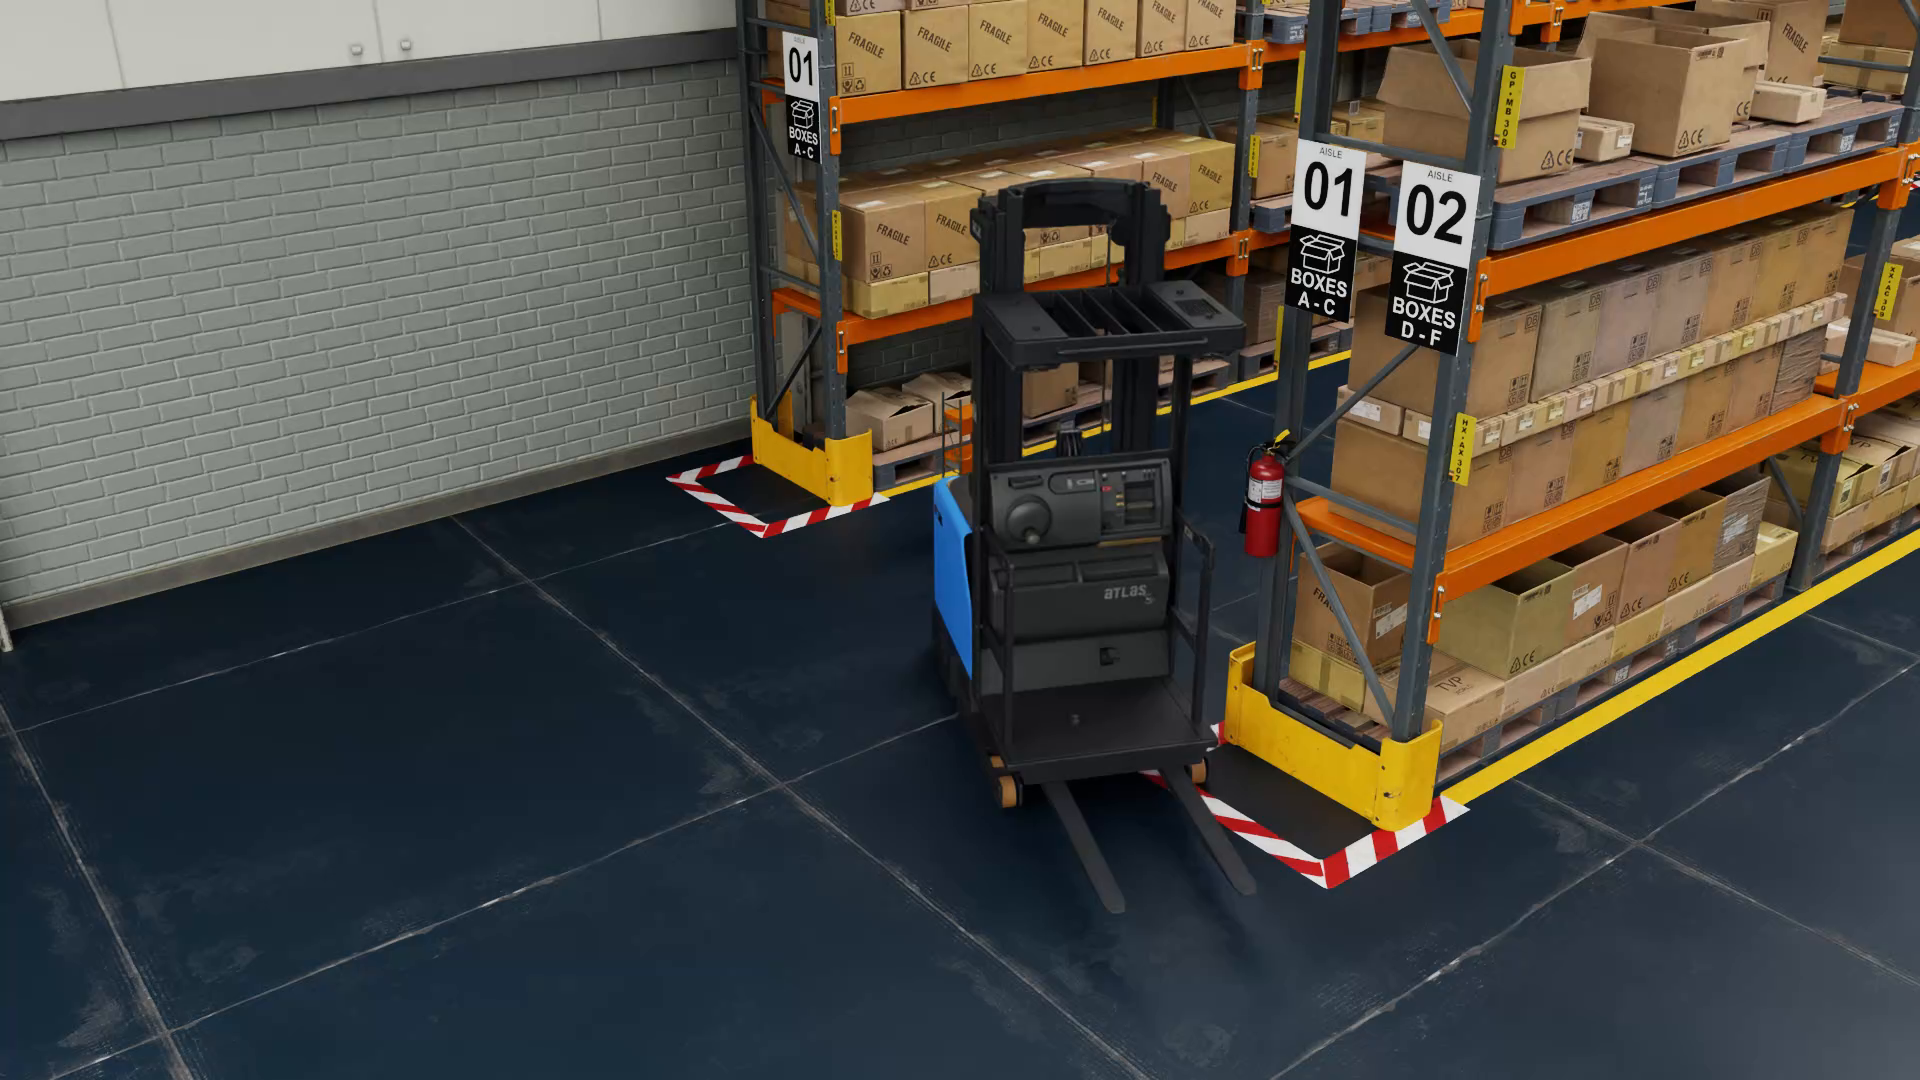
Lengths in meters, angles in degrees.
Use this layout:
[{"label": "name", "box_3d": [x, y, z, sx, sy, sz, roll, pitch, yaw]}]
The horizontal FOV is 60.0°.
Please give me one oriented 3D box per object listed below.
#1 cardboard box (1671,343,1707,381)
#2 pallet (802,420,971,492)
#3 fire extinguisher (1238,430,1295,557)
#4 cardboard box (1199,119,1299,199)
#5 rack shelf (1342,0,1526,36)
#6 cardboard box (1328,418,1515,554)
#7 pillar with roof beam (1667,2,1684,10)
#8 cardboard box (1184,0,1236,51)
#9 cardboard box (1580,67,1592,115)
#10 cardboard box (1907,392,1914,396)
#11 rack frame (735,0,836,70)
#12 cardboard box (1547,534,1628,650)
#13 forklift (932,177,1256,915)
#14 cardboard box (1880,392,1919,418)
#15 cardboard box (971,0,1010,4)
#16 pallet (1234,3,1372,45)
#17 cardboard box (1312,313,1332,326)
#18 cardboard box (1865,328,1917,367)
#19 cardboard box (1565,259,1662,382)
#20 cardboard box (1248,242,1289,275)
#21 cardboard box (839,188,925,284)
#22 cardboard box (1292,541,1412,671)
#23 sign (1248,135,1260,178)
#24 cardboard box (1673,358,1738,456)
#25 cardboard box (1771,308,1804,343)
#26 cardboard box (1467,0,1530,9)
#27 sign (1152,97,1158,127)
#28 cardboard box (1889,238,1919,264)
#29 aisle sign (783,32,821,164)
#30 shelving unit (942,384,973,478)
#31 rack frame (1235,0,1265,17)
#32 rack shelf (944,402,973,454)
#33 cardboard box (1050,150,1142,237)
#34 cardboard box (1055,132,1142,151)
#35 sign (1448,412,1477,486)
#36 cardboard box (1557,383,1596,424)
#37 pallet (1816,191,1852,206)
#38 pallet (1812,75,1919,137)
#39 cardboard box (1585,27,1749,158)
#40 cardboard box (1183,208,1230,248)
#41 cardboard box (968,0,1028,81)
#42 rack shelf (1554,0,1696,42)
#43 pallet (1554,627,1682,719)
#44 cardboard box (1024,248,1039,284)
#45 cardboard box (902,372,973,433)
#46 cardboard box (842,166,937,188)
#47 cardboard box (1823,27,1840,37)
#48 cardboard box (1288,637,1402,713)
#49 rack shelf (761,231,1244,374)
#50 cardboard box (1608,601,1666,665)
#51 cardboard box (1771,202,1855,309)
[{"label": "cardboard box", "box_3d": [3.767, -1.000, 8.951, 0.250, 0.149, 0.380, -17, 30, -32]}, {"label": "pallet", "box_3d": [-0.430, -0.756, 12.628, 1.213, 0.211, 1.003, -18, 31, -34]}, {"label": "fire extinguisher", "box_3d": [1.529, -0.250, 8.317, 0.183, 0.674, 0.296, -18, 31, -34]}, {"label": "cardboard box", "box_3d": [2.418, -3.207, 13.955, 0.500, 0.500, 0.700, -18, 30, -34]}, {"label": "rack shelf", "box_3d": [3.482, -2.895, 8.128, 4.000, 0.370, 1.077, -18, 31, -34]}, {"label": "cardboard box", "box_3d": [2.284, -0.324, 8.267, 0.500, 0.500, 0.700, -18, 31, -34]}, {"label": "pillar with roof beam", "box_3d": [10.965, -6.683, 14.959, 0.400, 9.000, 9.100, -18, 31, -34]}, {"label": "cardboard box", "box_3d": [1.750, -4.042, 12.691, 0.500, 0.500, 0.500, -17, 30, -33]}, {"label": "cardboard box", "box_3d": [3.090, -2.267, 8.449, 0.500, 0.311, 0.500, -14, 28, -28]}, {"label": "cardboard box", "box_3d": [6.800, -1.128, 12.218, 0.500, 0.311, 0.500, -19, 31, -35]}, {"label": "rack frame", "box_3d": [-1.151, -4.523, 10.306, 0.127, 3.000, 1.000, -18, 31, -34]}, {"label": "cardboard box", "box_3d": [3.246, 0.225, 9.080, 0.500, 0.500, 0.500, -18, 31, -34]}, {"label": "forklift", "box_3d": [0.656, -0.156, 8.105, 1.130, 2.935, 3.031, -5, 25, -11]}, {"label": "cardboard box", "box_3d": [6.744, -0.823, 11.562, 0.500, 0.311, 0.500, -17, 30, -33]}, {"label": "cardboard box", "box_3d": [0.124, -3.940, 11.284, 0.500, 0.500, 0.500, -17, 30, -33]}, {"label": "pallet", "box_3d": [2.548, -4.241, 13.486, 1.003, 0.211, 1.213, -18, 31, -34]}, {"label": "cardboard box", "box_3d": [2.941, -2.254, 14.991, 0.500, 0.500, 0.700, -19, 31, -35]}, {"label": "cardboard box", "box_3d": [5.880, -1.249, 10.677, 0.250, 0.149, 0.380, -18, 31, -34]}, {"label": "cardboard box", "box_3d": [3.132, -1.196, 8.604, 0.500, 0.500, 0.700, -18, 30, -34]}, {"label": "cardboard box", "box_3d": [2.910, -2.559, 14.757, 0.500, 0.250, 0.500, -19, 31, -35]}, {"label": "cardboard box", "box_3d": [-0.590, -2.107, 11.491, 0.500, 0.500, 0.500, -18, 31, -34]}, {"label": "cardboard box", "box_3d": [2.147, 0.317, 8.881, 0.500, 0.500, 0.500, -18, 31, -34]}, {"label": "sign", "box_3d": [2.337, -3.056, 13.243, 0.005, 0.325, 0.100, -18, 31, -34]}, {"label": "cardboard box", "box_3d": [3.903, -0.861, 9.423, 0.500, 0.500, 0.700, -18, 30, -33]}, {"label": "cardboard box", "box_3d": [4.574, -1.266, 9.526, 0.250, 0.149, 0.380, -19, 31, -35]}, {"label": "cardboard box", "box_3d": [4.744, -4.933, 14.834, 0.500, 0.311, 0.500, -18, 31, -34]}, {"label": "sign", "box_3d": [1.651, -3.549, 13.959, 0.005, 0.325, 0.100, -18, 31, -34]}, {"label": "cardboard box", "box_3d": [6.479, -1.707, 11.247, 0.500, 0.500, 0.500, -18, 30, -34]}, {"label": "aisle sign", "box_3d": [-1.023, -2.863, 10.768, 0.004, 0.787, 0.394, -18, 31, -34]}, {"label": "shelving unit", "box_3d": [0.042, -0.490, 11.059, 0.252, 1.050, 0.215, -18, 31, -34]}, {"label": "rack frame", "box_3d": [1.997, -5.562, 12.545, 0.127, 3.000, 1.000, -18, 31, -34]}, {"label": "rack shelf", "box_3d": [0.042, -0.738, 10.944, 0.240, 0.259, 0.215, -18, 31, -34]}, {"label": "cardboard box", "box_3d": [1.023, -2.638, 12.635, 0.500, 0.500, 0.500, -19, 31, -35]}, {"label": "cardboard box", "box_3d": [1.089, -2.936, 13.277, 0.500, 0.500, 0.500, -18, 31, -34]}, {"label": "sign", "box_3d": [2.246, -0.405, 7.437, 0.005, 0.325, 0.100, -18, 31, -34]}, {"label": "cardboard box", "box_3d": [2.953, -0.731, 8.372, 0.250, 0.149, 0.380, -19, 31, -35]}, {"label": "pallet", "box_3d": [9.899, -4.144, 19.929, 1.213, 0.211, 1.003, -18, 31, -34]}, {"label": "pallet", "box_3d": [5.742, -2.708, 10.186, 1.217, 0.209, 0.805, -20, 31, -36]}, {"label": "cardboard box", "box_3d": [3.384, -2.163, 8.000, 0.500, 0.500, 0.500, -18, 31, -34]}, {"label": "cardboard box", "box_3d": [1.811, -2.559, 13.354, 0.500, 0.250, 0.500, -18, 30, -34]}, {"label": "cardboard box", "box_3d": [0.117, -3.485, 11.490, 0.500, 0.500, 0.500, -17, 30, -32]}, {"label": "rack shelf", "box_3d": [6.718, -5.434, 16.686, 4.000, 0.370, 1.077, -18, 31, -34]}, {"label": "pallet", "box_3d": [3.444, 0.575, 9.759, 1.213, 0.211, 1.003, -18, 31, -34]}, {"label": "cardboard box", "box_3d": [0.233, -2.034, 12.225, 0.500, 0.250, 0.500, -19, 31, -35]}, {"label": "cardboard box", "box_3d": [-0.102, -1.080, 12.685, 0.500, 0.311, 0.500, -15, 29, -30]}, {"label": "cardboard box", "box_3d": [-0.509, -2.403, 12.129, 0.500, 0.500, 0.500, -18, 30, -33]}, {"label": "cardboard box", "box_3d": [9.873, -5.571, 19.334, 0.700, 0.700, 0.980, -20, 32, -36]}, {"label": "cardboard box", "box_3d": [2.148, 0.658, 9.037, 0.500, 0.250, 0.500, -18, 31, -34]}, {"label": "rack shelf", "box_3d": [0.423, -1.995, 12.840, 4.000, 0.370, 1.077, -18, 31, -34]}, {"label": "cardboard box", "box_3d": [3.649, 0.440, 9.506, 0.500, 0.250, 0.500, -18, 31, -34]}, {"label": "cardboard box", "box_3d": [4.711, -1.717, 9.727, 0.500, 0.500, 0.700, -18, 30, -34]}]
